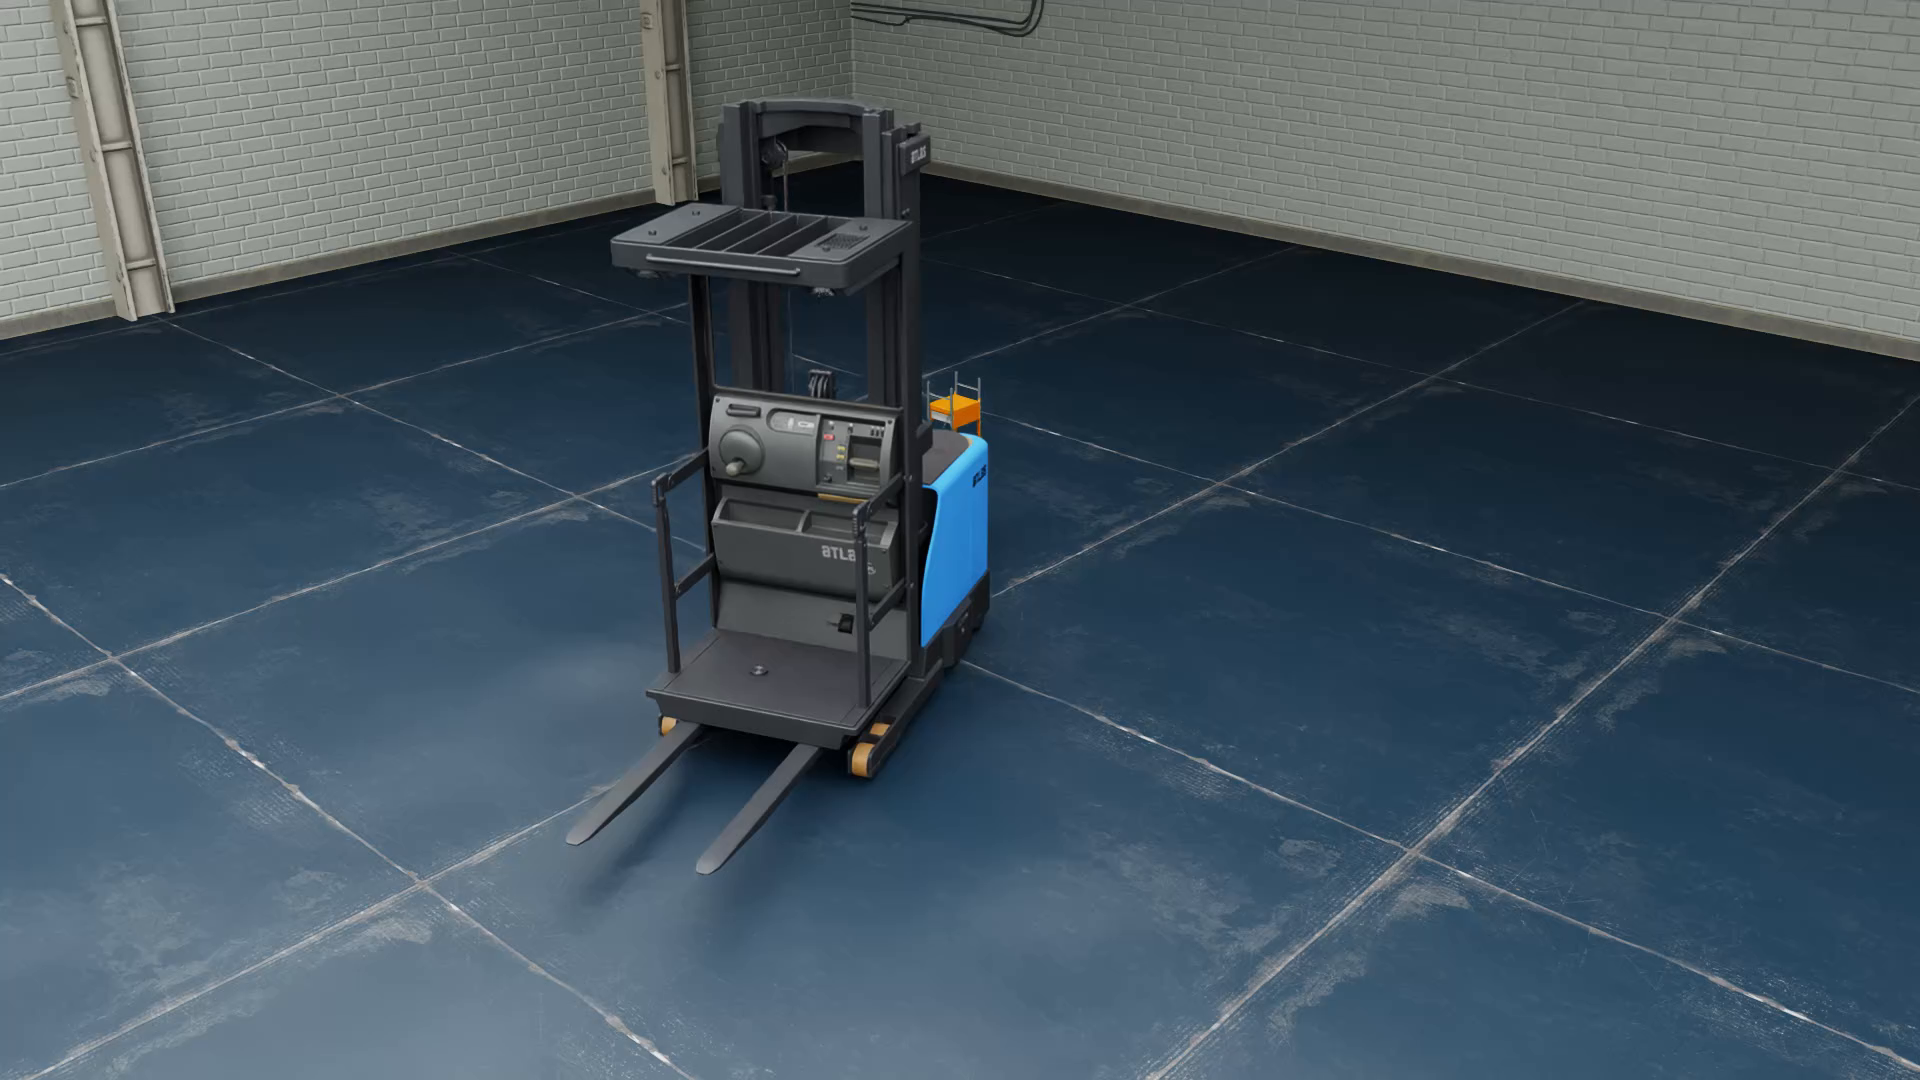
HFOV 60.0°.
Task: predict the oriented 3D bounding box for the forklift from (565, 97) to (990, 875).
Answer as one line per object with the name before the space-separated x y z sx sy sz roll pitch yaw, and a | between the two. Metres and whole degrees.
forklift | -0.814 -0.415 7.593 1.130 2.935 3.031 8 25 18

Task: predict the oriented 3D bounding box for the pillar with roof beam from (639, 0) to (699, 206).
pillar with roof beam | 0.000 -6.768 14.345 9.100 9.000 0.400 20 31 38

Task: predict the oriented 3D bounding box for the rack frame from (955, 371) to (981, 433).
rack frame | 0.046 -0.500 10.082 0.200 1.050 0.008 20 31 38

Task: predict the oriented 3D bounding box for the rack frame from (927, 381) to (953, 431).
rack frame | -0.117 -0.426 9.916 0.200 1.050 0.008 20 31 38

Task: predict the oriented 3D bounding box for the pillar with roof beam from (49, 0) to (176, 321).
pillar with roof beam | -4.004 -4.940 10.268 9.100 9.000 0.400 20 31 38

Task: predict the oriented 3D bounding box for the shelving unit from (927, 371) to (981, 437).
shelving unit | -0.036 -0.463 9.999 0.215 1.050 0.252 20 31 38

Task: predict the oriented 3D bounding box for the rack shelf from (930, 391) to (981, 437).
rack shelf | -0.036 -0.712 9.887 0.215 0.259 0.240 20 31 38

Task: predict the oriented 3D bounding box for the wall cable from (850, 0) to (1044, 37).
wall cable | -0.255 -7.063 18.798 3.097 2.526 0.112 20 31 38
